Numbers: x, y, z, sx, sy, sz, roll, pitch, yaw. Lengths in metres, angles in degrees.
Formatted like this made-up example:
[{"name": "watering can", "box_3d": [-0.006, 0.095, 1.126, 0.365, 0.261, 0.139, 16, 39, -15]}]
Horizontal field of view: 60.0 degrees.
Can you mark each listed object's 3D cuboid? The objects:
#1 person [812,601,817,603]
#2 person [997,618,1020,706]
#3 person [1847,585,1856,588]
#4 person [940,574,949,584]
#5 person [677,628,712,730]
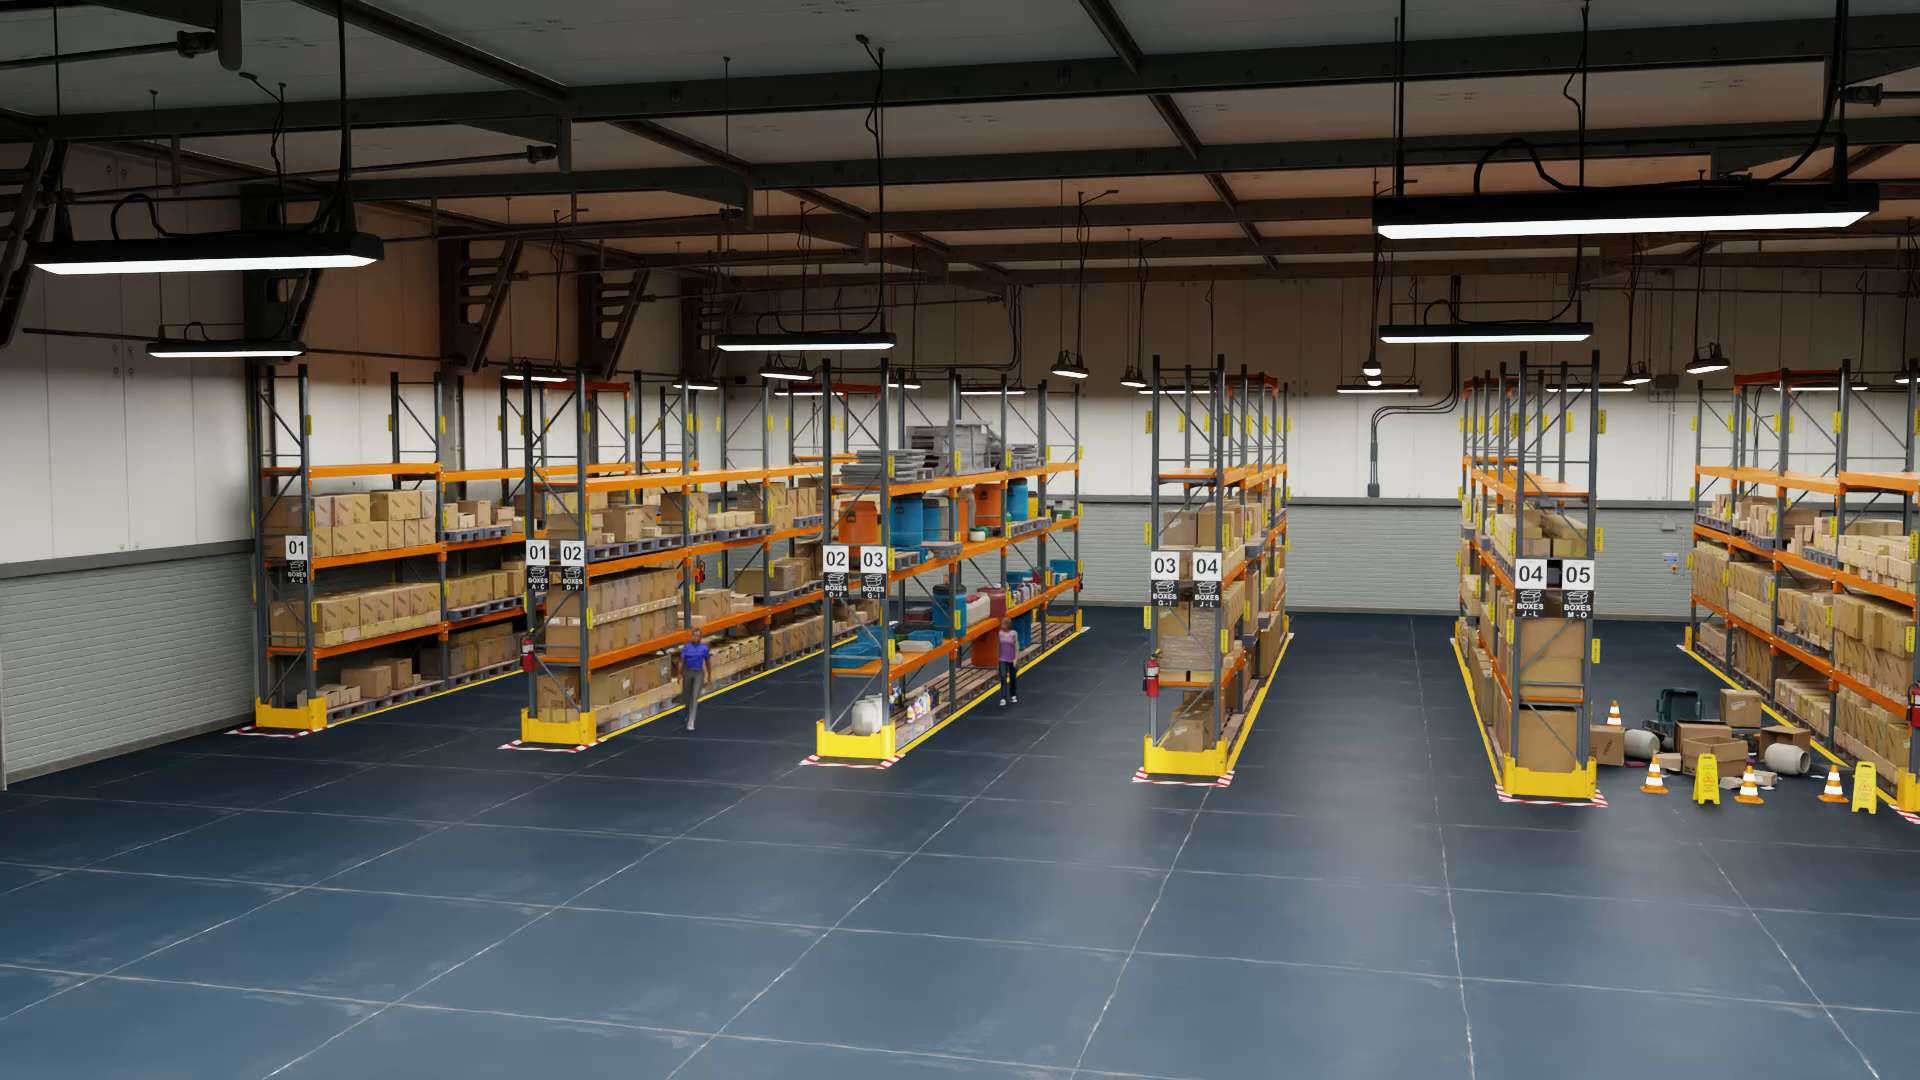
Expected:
[{"name": "person", "box_3d": [-3.793, 1.018, 46.056, 1.086, 1.611, 0.464, 2, 5, 31]}, {"name": "person", "box_3d": [0.849, 2.162, 29.612, 0.442, 1.557, 0.919, 1, 4, 11]}, {"name": "person", "box_3d": [18.296, 1.767, 34.089, 0.607, 1.759, 0.423, -1, 4, -17]}, {"name": "person", "box_3d": [-0.251, 1.551, 38.754, 0.610, 1.562, 0.752, 2, 4, 23]}, {"name": "person", "box_3d": [-4.429, 2.287, 27.740, 0.543, 1.641, 0.805, 0, 4, -3]}]
